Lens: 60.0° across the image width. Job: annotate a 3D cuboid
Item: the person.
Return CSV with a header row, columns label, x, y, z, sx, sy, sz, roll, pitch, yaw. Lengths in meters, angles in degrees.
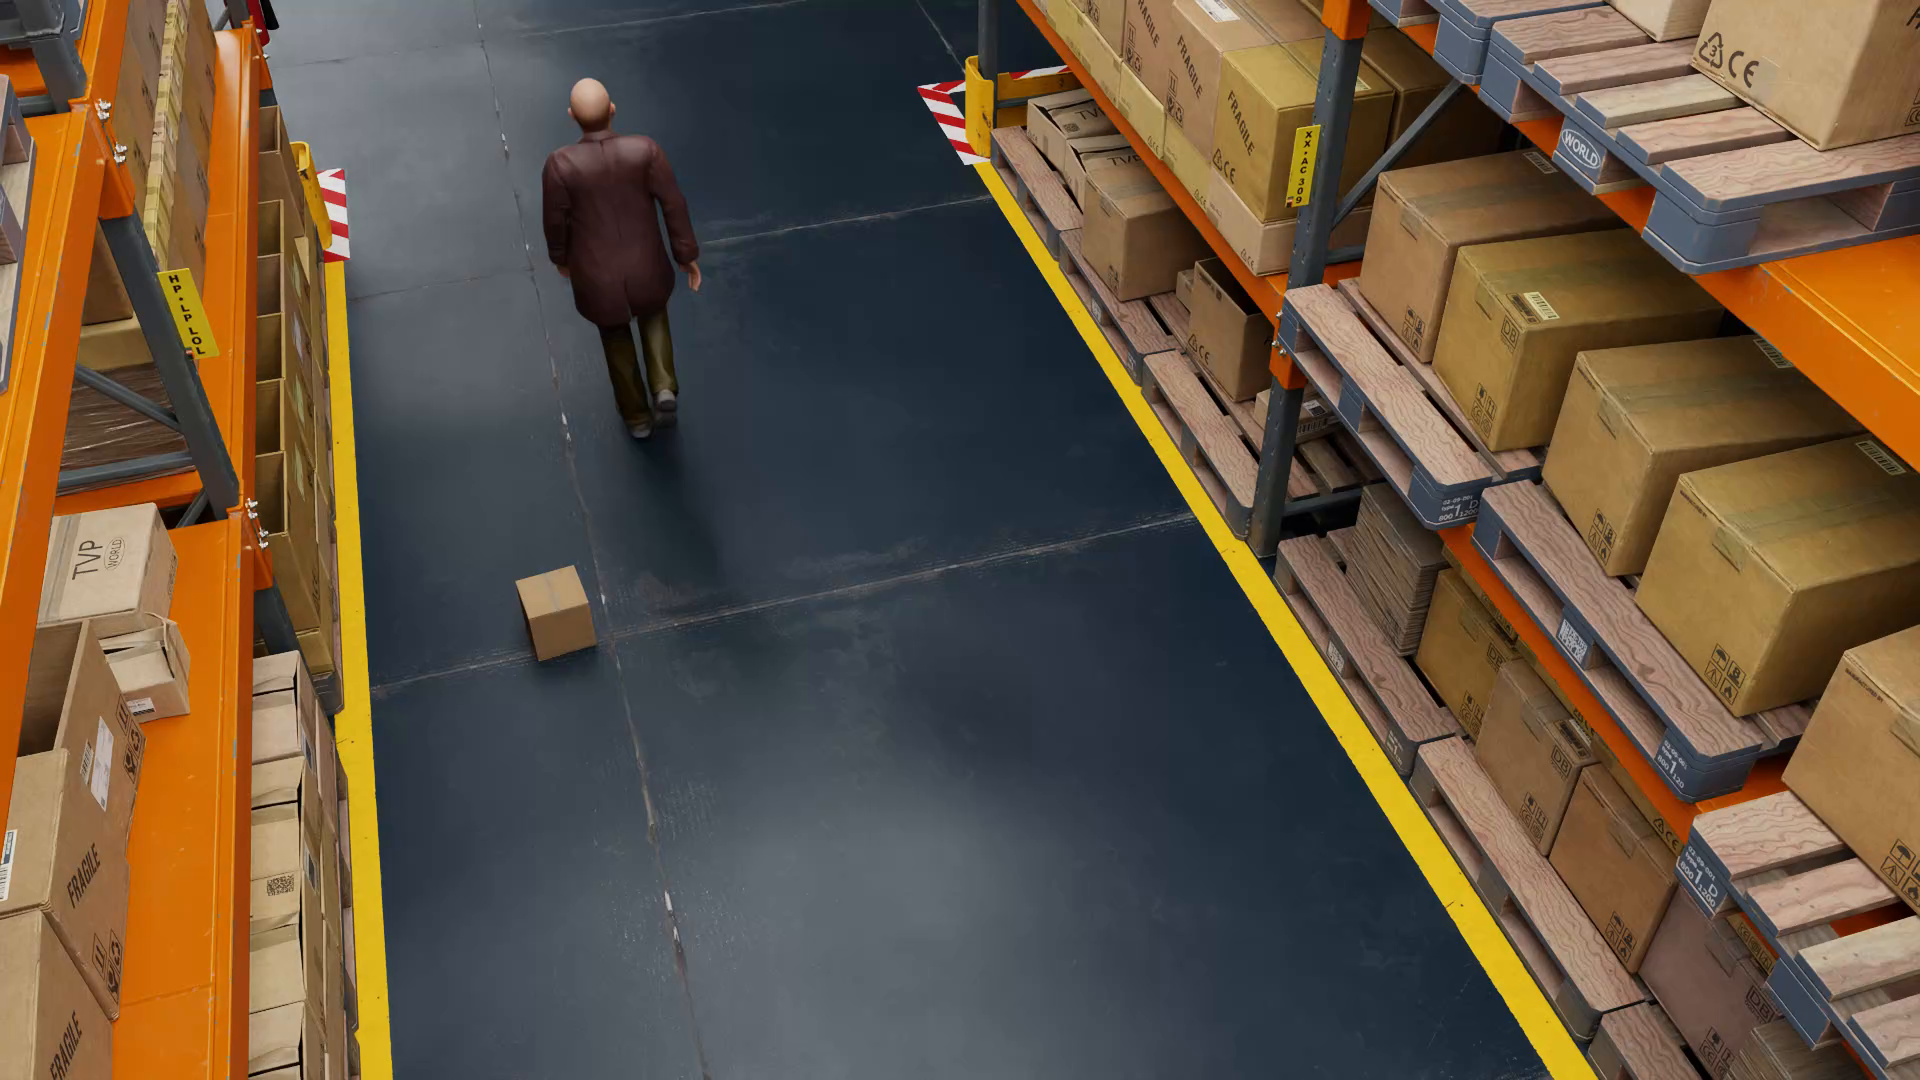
label,x,y,z,sx,sy,sz,roll,pitch,yaw
person,-1.516,-1.248,7.553,0.651,1.778,0.560,-14,44,-15
